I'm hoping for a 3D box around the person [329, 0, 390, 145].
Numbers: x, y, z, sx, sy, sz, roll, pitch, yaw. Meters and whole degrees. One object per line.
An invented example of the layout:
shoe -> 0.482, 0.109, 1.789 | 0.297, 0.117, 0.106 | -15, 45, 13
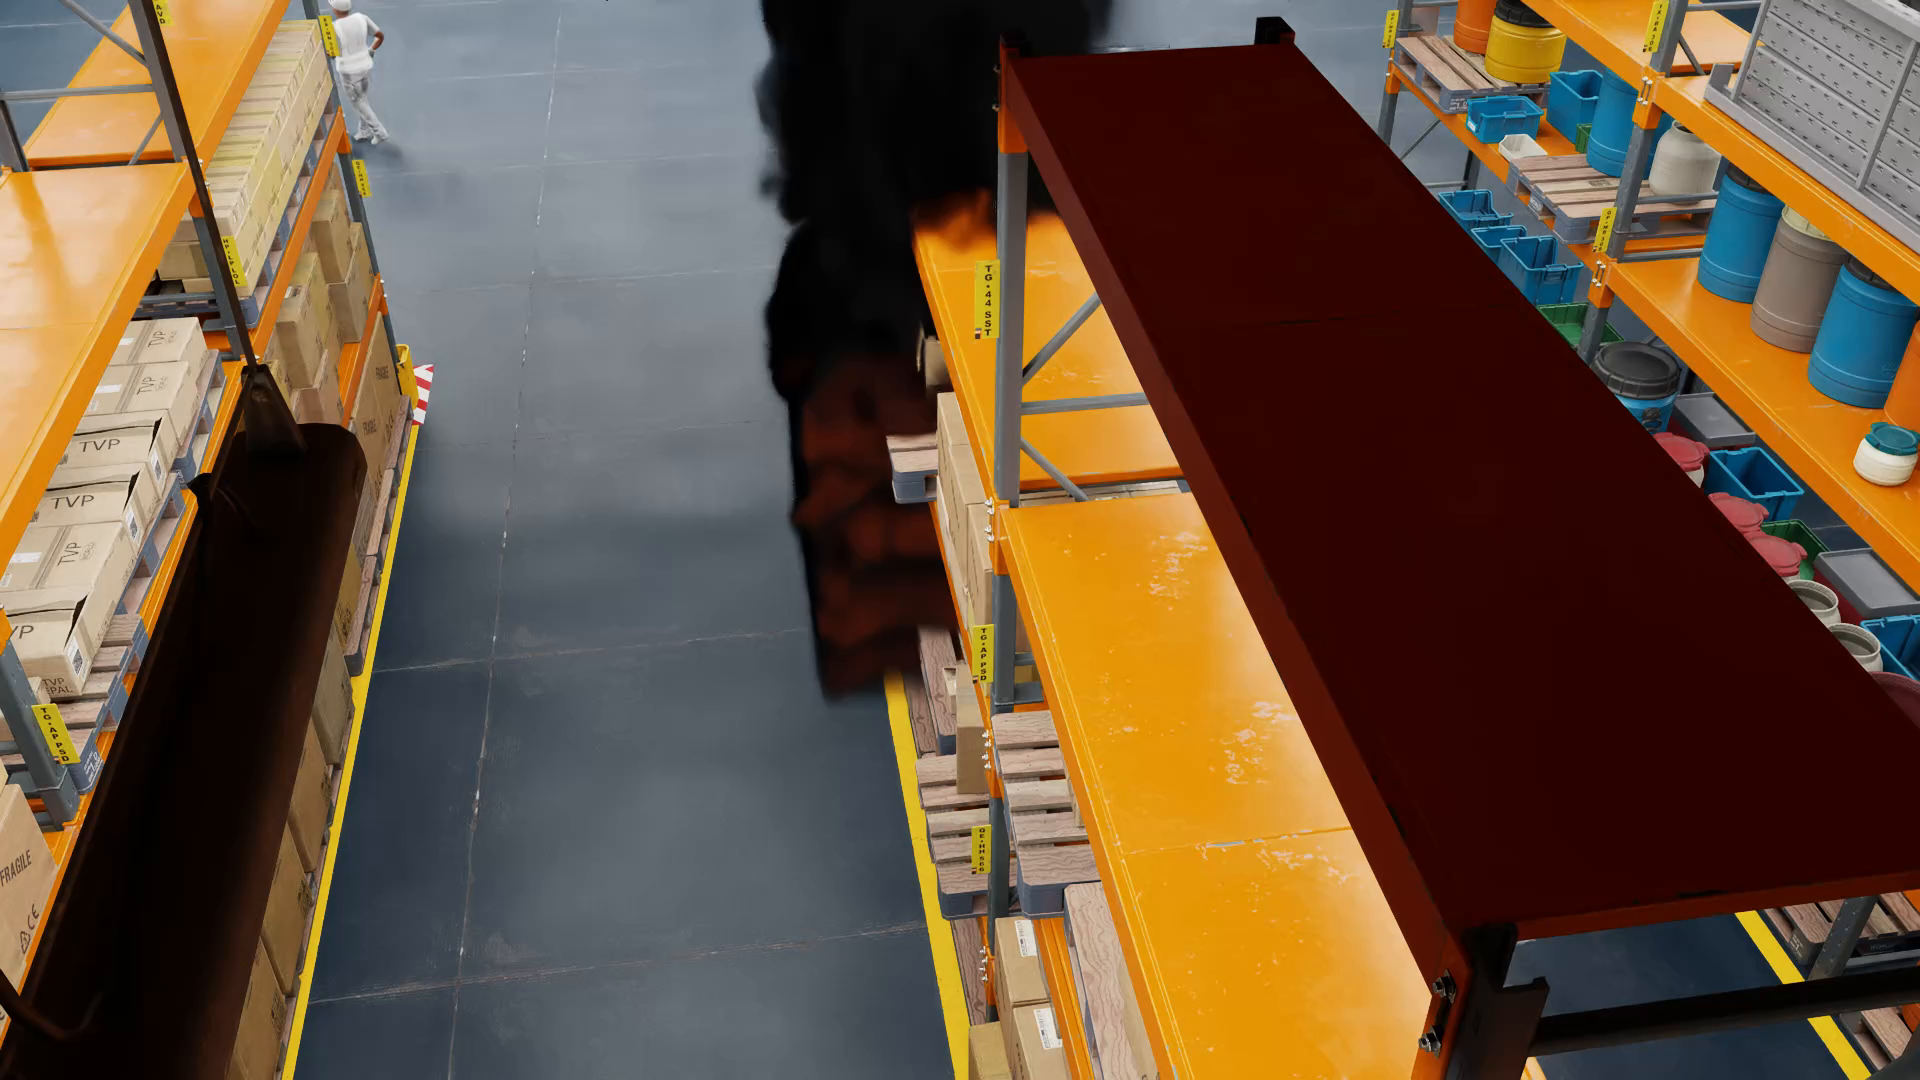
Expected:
person -> -7.038, -5.457, 19.394 | 0.776, 1.830, 0.685 | 21, 41, 27
